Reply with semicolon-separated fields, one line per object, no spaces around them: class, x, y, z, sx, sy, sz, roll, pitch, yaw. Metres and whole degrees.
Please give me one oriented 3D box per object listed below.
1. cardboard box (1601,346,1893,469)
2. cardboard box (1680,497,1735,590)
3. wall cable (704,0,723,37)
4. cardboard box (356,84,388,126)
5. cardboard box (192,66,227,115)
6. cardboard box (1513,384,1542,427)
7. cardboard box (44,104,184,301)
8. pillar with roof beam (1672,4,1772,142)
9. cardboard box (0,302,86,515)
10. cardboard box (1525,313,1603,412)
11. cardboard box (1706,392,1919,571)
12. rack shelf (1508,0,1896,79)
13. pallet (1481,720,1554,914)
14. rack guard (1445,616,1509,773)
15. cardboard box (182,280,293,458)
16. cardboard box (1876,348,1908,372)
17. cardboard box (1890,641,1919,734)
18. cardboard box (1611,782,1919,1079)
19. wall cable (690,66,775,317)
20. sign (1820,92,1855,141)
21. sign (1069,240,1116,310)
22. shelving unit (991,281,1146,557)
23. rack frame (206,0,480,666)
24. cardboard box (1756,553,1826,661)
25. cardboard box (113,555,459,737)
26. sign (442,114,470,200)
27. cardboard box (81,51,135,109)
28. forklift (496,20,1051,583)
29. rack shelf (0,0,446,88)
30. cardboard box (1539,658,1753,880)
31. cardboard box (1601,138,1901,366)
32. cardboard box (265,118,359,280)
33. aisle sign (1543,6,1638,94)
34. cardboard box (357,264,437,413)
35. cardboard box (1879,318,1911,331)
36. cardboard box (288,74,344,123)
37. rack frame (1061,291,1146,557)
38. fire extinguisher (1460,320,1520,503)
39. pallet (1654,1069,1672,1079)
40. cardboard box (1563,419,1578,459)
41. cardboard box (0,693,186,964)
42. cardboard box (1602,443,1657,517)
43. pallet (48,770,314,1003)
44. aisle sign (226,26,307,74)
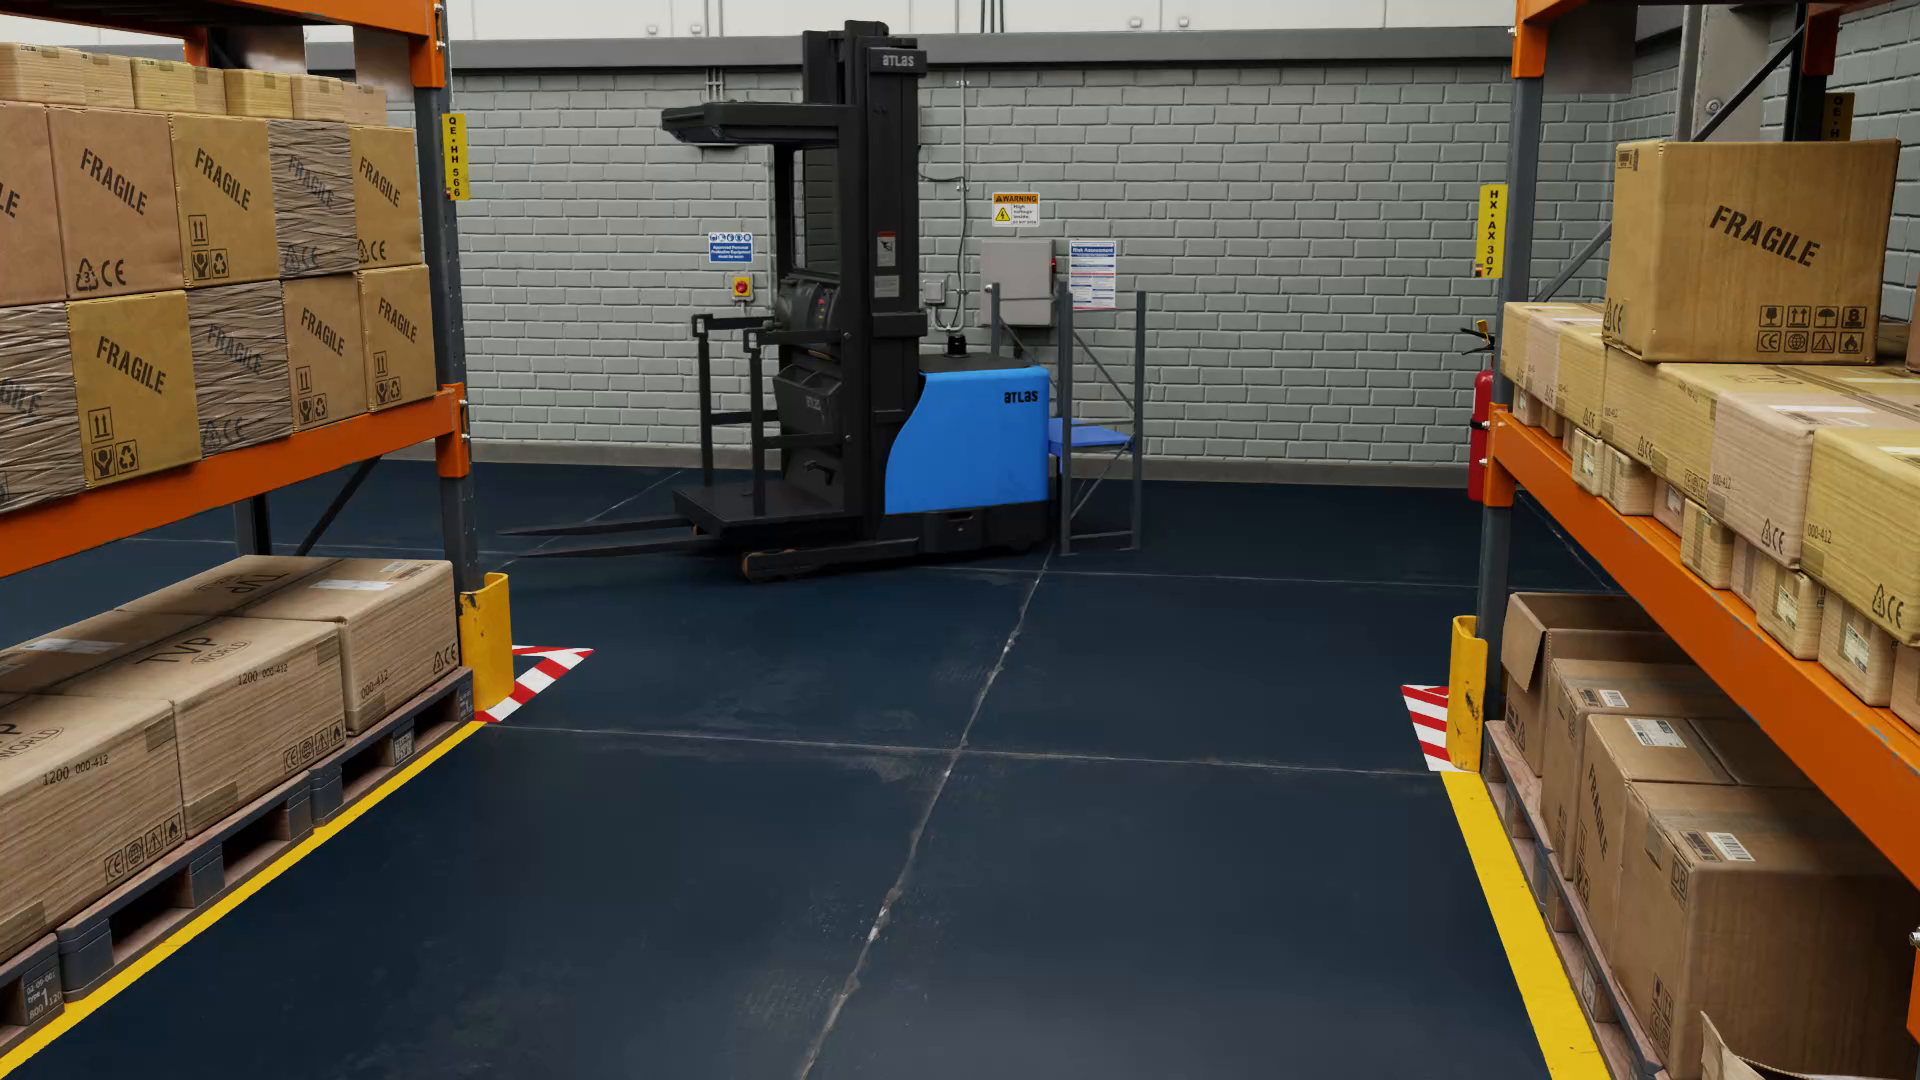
cardboard box;1.879;-0.323;4.023;0.500;0.250;0.500;2;12;7
cardboard box;1.723;0.009;3.429;0.380;0.149;0.250;2;12;8
wall cable;-1.884;-4.940;11.558;0.463;3.000;0.029;2;12;9
cardboard box;-2.337;-1.588;6.092;0.380;0.149;0.250;2;12;9
cardboard box;-2.499;-1.375;5.102;0.380;0.149;0.250;2;12;8
cardboard box;2.103;-0.472;5.661;0.380;0.149;0.250;2;12;8
cardboard box;-2.529;-0.927;4.564;0.500;0.500;0.500;2;12;8
pillar with roof beam;-0.523;-4.259;8.395;9.100;9.000;0.400;2;12;9
cardboard box;-2.600;-0.328;4.158;0.500;0.500;0.500;2;12;9
cardboard box;2.012;-0.536;5.010;0.500;0.250;0.500;2;12;9
cardboard box;1.710;-0.113;3.046;0.500;0.250;0.500;2;12;9
rack shelf;2.117;-1.353;3.738;1.077;0.370;4.000;2;12;9
pallet;2.292;0.891;5.361;1.003;0.211;1.213;2;12;9
rack guard;2.413;0.583;6.100;1.175;0.500;0.348;2;12;9
cardboard box;-2.454;-0.543;5.156;0.500;0.500;0.500;2;12;10
cardboard box;2.375;-0.303;3.930;0.500;0.250;0.500;2;12;9
cardboard box;1.609;0.226;2.419;0.380;0.149;0.250;2;12;9
cardboard box;1.908;0.879;3.730;0.700;0.500;0.500;1;12;7
wall cable;-1.636;-2.501;11.993;0.585;1.953;0.123;2;12;9
sign;2.970;-1.353;5.652;0.100;0.325;0.005;2;12;9
sign;0.937;-1.871;11.782;0.329;0.494;0.001;2;12;9
shelving unit;0.623;-0.760;9.960;0.538;1.500;1.048;-5;13;-22
rack frame;-2.480;-0.815;6.653;1.000;3.000;0.127;2;12;9
cardboard box;1.644;0.117;2.929;0.380;0.149;0.250;2;12;10
cardboard box;-2.483;0.373;6.226;0.875;0.438;0.875;1;12;7
sign;-1.946;-1.476;6.411;0.100;0.325;0.005;2;12;9
cardboard box;-2.538;-1.267;4.601;0.380;0.149;0.250;2;12;10
forklift;-1.034;-1.328;9.199;3.031;2.935;1.130;-5;13;-24
rack shelf;-2.788;-1.513;4.481;1.077;0.370;4.000;2;12;9
cardboard box;2.067;0.663;4.733;0.700;0.500;0.500;2;12;11
cardboard box;1.859;-0.695;3.969;0.500;0.500;0.500;2;12;10
cardboard box;-2.370;-1.134;5.527;0.500;0.500;0.500;2;12;9
aisle sign;2.145;-1.949;5.747;0.394;0.787;0.004;2;12;9
cardboard box;-2.293;-0.754;6.137;0.500;0.500;0.500;2;12;9
cardboard box;2.536;-0.515;4.913;0.500;0.250;0.500;2;12;9
cardboard box;-2.309;-1.478;5.581;0.380;0.149;0.250;2;12;8
rack frame;0.817;-0.661;9.501;0.500;1.500;0.032;-5;13;-22
fire extinguisher;1.991;-0.480;6.169;0.296;0.674;0.183;2;12;9
pallet;1.916;1.398;3.004;1.003;0.211;1.213;2;12;9
cardboard box;2.004;-0.311;4.914;0.380;0.149;0.250;2;12;10
cardboard box;-2.756;0.752;4.470;0.875;0.438;0.875;2;12;7
cardboard box;1.836;-0.150;4.166;0.380;0.149;0.250;2;12;10
pallet;-2.716;0.971;4.988;1.003;0.211;1.213;2;12;9
aisle sign;-2.756;-2.110;6.492;0.394;0.787;0.004;2;12;9
